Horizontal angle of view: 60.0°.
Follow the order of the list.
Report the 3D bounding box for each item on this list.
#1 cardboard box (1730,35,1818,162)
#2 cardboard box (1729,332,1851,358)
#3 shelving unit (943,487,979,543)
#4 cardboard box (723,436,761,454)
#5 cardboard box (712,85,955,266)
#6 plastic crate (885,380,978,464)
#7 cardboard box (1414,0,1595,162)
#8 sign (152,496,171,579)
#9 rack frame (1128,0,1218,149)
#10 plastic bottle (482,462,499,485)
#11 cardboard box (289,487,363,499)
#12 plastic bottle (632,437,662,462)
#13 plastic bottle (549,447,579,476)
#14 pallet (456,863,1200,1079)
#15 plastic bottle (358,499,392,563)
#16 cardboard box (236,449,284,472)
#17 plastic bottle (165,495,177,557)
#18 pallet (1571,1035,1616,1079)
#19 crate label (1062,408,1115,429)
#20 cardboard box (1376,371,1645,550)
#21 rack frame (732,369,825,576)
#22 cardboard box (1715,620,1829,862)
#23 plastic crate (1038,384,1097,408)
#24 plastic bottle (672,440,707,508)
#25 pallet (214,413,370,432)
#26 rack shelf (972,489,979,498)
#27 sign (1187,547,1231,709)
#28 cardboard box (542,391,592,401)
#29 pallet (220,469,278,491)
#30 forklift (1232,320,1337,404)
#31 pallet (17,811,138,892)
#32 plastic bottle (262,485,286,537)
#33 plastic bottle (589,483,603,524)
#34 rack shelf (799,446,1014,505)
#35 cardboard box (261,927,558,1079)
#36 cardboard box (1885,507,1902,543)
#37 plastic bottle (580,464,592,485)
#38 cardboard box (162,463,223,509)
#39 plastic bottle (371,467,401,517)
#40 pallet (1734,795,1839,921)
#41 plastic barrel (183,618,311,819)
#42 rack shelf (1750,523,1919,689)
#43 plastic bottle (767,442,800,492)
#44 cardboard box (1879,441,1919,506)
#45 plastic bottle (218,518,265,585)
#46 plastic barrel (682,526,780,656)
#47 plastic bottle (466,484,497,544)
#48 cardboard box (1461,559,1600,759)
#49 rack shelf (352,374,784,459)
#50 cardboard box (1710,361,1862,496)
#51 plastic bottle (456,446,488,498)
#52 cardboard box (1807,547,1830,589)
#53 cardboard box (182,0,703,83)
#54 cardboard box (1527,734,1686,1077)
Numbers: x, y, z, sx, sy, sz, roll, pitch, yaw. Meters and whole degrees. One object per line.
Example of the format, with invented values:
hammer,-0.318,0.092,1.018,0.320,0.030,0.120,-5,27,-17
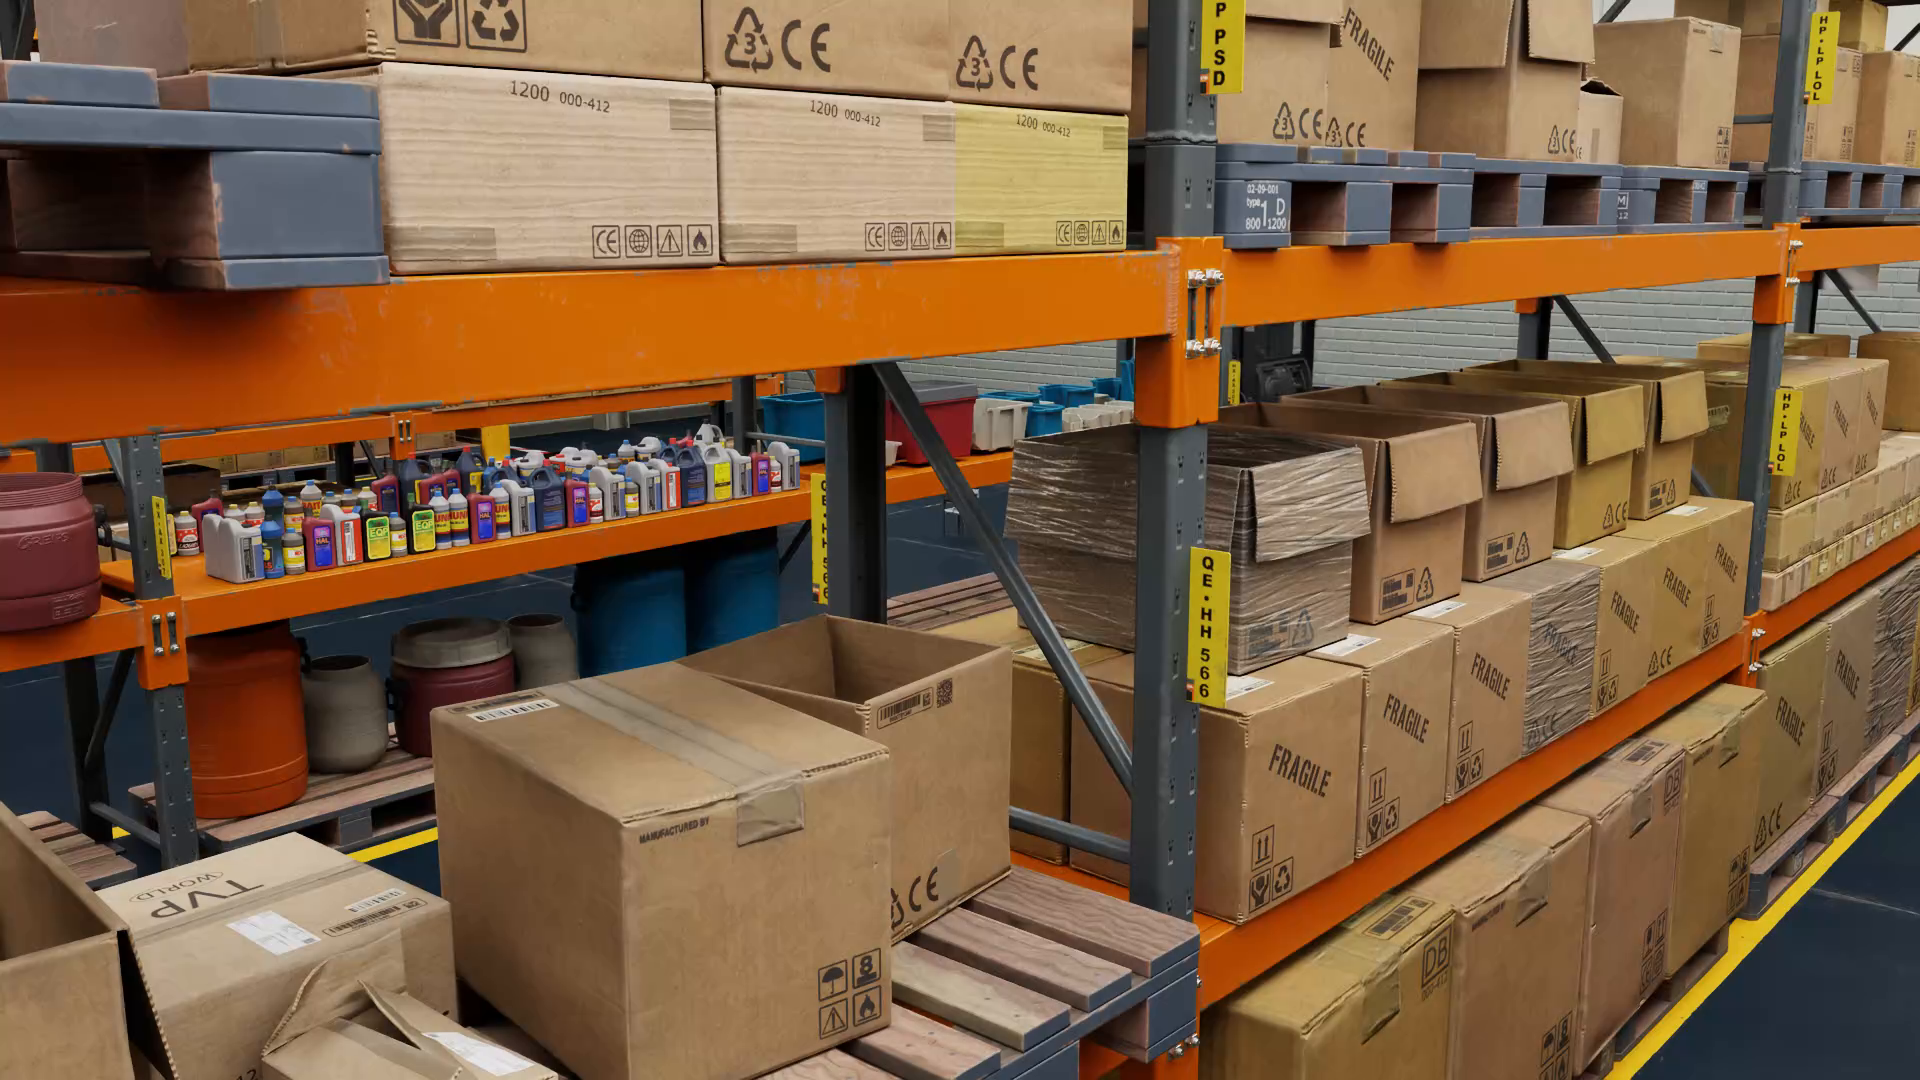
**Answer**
cardboard box,3.203,-1.847,7.057,0.700,0.500,0.500,9,14,37
cardboard box,4.522,-0.868,9.107,0.500,0.500,0.500,9,15,39
shelving unit,0.005,-0.442,14.629,0.258,0.900,0.210,10,15,40
cardboard box,-2.241,-0.697,15.799,0.500,0.500,0.500,10,15,40
cardboard box,-0.356,-0.581,2.687,0.500,0.250,0.500,10,15,40
plastic crate,-0.211,-0.749,10.485,0.402,0.464,0.583,10,15,40
cardboard box,1.423,-1.391,5.023,0.797,0.503,0.637,10,15,40
sign,-3.212,-0.010,6.689,0.100,0.325,0.005,10,15,40
rack frame,0.091,-2.302,3.262,1.000,3.000,0.127,10,15,40
plastic bottle,-2.463,-0.276,8.763,0.097,0.271,0.097,0,11,0
cardboard box,-4.818,-0.110,12.864,0.500,0.500,0.500,10,15,40
plastic bottle,-1.822,-0.456,9.650,0.152,0.276,0.135,10,15,40
plastic bottle,-2.192,-0.373,9.238,0.152,0.276,0.135,10,15,40
pallet,-0.300,0.853,3.274,1.213,0.211,1.003,10,15,40
plastic bottle,-2.673,-0.047,7.586,0.061,0.283,0.133,10,15,40
cardboard box,-7.526,-1.020,17.471,0.700,0.500,0.500,10,15,40
plastic bottle,-3.683,-0.058,7.641,0.061,0.283,0.133,10,15,40
pallet,1.473,1.722,5.549,1.003,0.211,1.213,10,15,40
crate label,0.881,-0.849,11.825,0.396,0.136,0.243,10,15,40
cardboard box,1.854,-0.295,5.714,0.797,0.503,0.637,10,15,41
rack frame,-0.989,-0.589,10.002,1.000,3.000,0.127,10,15,40
cardboard box,3.227,0.801,7.397,0.875,0.875,0.875,10,15,40
plastic crate,0.806,-1.034,12.505,0.416,0.233,0.300,10,15,40
plastic bottle,-1.472,-0.360,8.982,0.144,0.351,0.185,10,15,40
pallet,-5.317,-1.032,12.712,1.003,0.211,1.213,10,15,40
rack shelf,0.005,-0.410,14.636,0.258,0.077,0.200,10,15,40
sign,0.505,0.180,3.399,0.100,0.325,0.005,10,15,40
cardboard box,-3.499,-1.468,14.147,0.500,0.500,0.500,10,15,40
pallet,-7.870,-0.604,17.198,1.003,0.211,1.213,10,15,40
forklift,2.954,-1.393,14.204,3.031,2.935,1.130,9,14,37
pallet,-4.170,1.476,6.783,1.003,0.211,1.213,10,15,40
plastic bottle,-3.312,-0.129,8.029,0.097,0.271,0.097,0,11,0
plastic bottle,-1.879,-0.189,8.508,0.097,0.201,0.097,0,11,0
rack shelf,0.331,-0.531,11.546,1.077,0.370,4.000,10,15,40
cardboard box,-0.807,0.780,2.418,0.396,0.266,0.258,9,15,39
cardboard box,4.375,-0.094,8.166,0.380,0.149,0.250,10,15,41
plastic bottle,-1.929,-0.258,8.672,0.097,0.271,0.097,0,11,0
cardboard box,-5.870,-0.401,12.404,0.500,0.250,0.500,10,15,40
plastic bottle,-2.929,-0.226,8.483,0.061,0.283,0.133,10,15,40
pallet,3.292,1.317,7.578,1.003,0.211,1.213,10,15,40
plastic barrel,-3.319,0.784,7.598,0.600,0.830,0.708,10,15,40
rack shelf,4.052,0.110,8.340,1.077,0.370,4.000,10,15,40
plastic bottle,-1.007,-0.428,9.515,0.152,0.276,0.135,10,15,40
cardboard box,4.580,-0.354,8.451,0.500,0.250,0.500,9,14,38
plastic bottle,-3.101,0.038,7.177,0.152,0.276,0.135,10,15,40
plastic barrel,-1.361,0.312,9.777,0.600,0.901,0.708,10,15,40
plastic bottle,-2.304,-0.129,7.998,0.061,0.283,0.133,10,15,40
cardboard box,1.622,0.329,5.149,0.500,0.500,0.500,10,15,41
rack shelf,-3.387,-1.172,14.755,1.077,0.370,4.000,10,15,40
cardboard box,3.570,-0.498,7.253,0.500,0.500,0.500,10,15,40
plastic bottle,-2.582,-0.324,8.801,0.144,0.351,0.185,10,15,40
cardboard box,3.523,0.096,7.211,0.380,0.149,0.250,10,15,42
cardboard box,-0.705,-0.875,2.244,0.500,0.500,0.500,10,15,41
cardboard box,1.735,1.116,5.820,1.225,0.875,0.875,9,14,38
